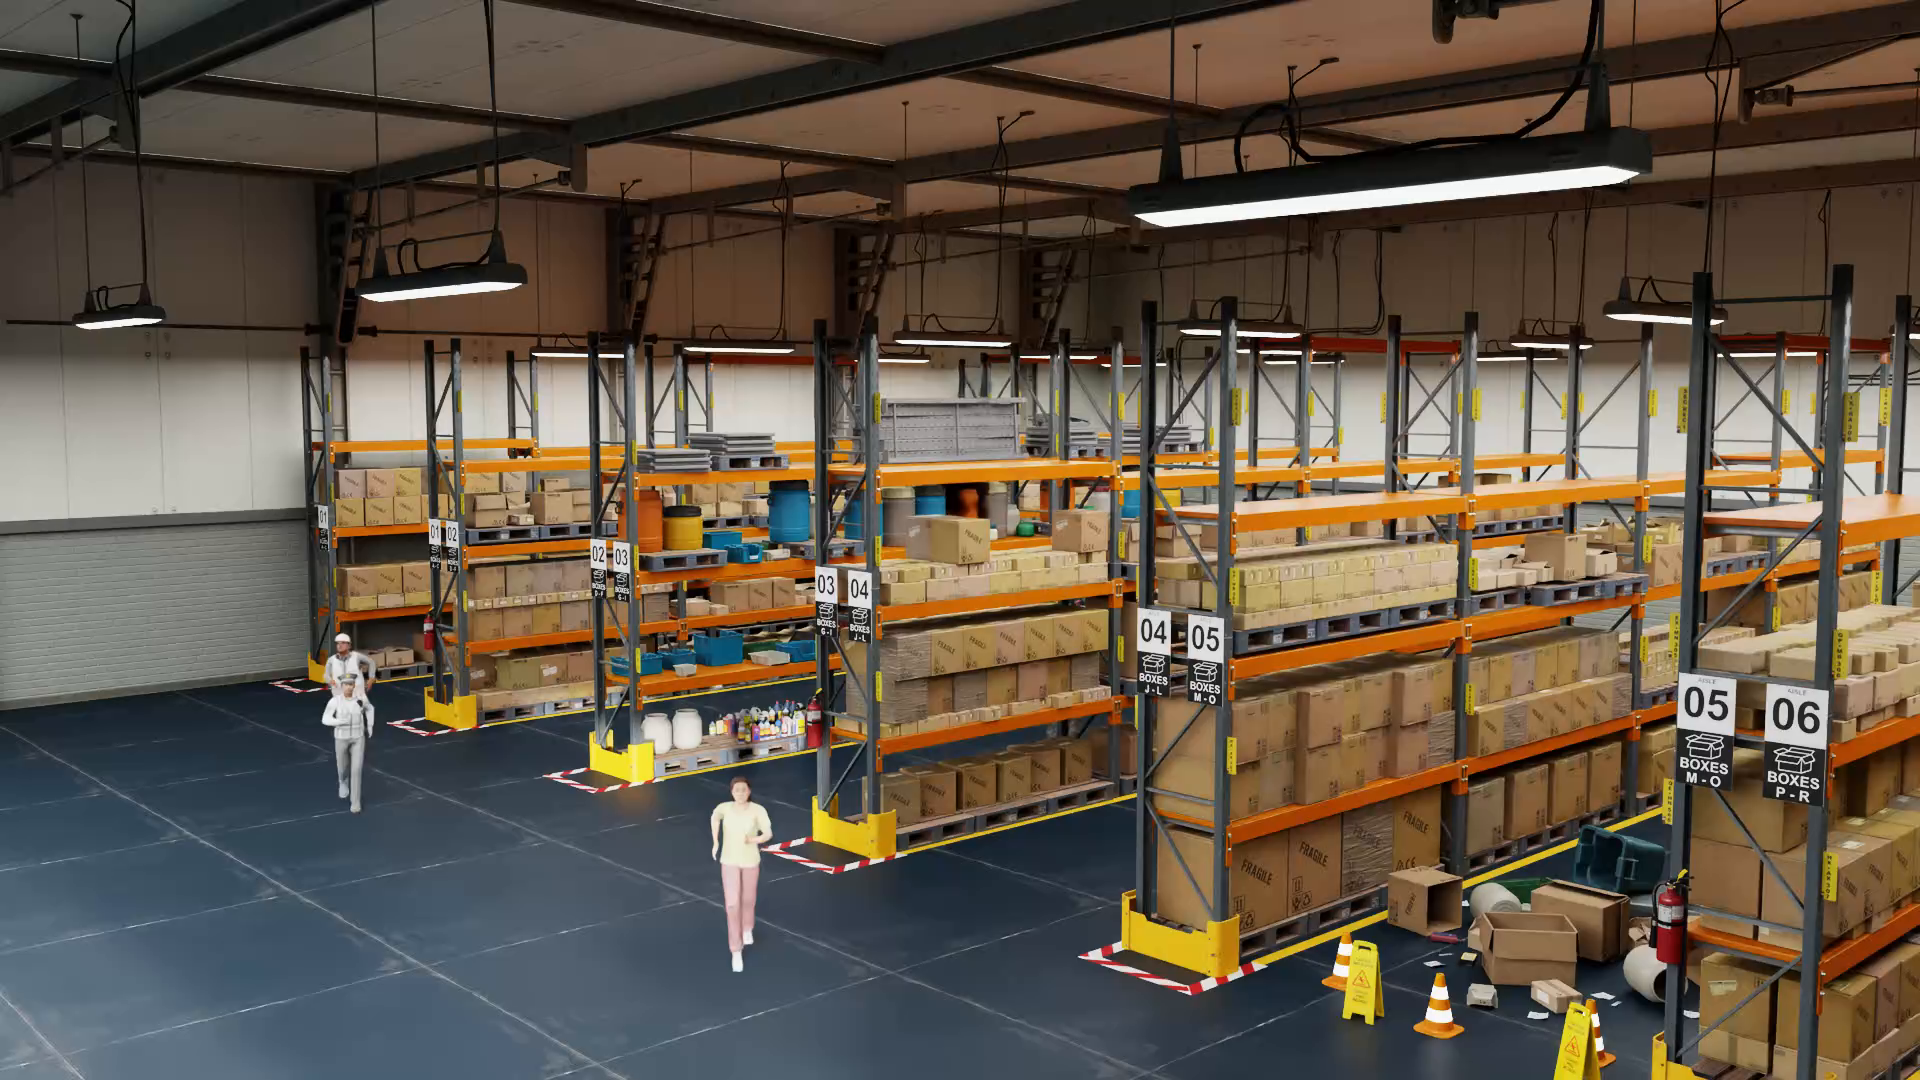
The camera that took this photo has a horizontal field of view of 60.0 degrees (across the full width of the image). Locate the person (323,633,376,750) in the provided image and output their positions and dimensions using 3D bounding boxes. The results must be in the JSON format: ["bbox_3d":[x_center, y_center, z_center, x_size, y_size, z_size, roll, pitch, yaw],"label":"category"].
[{"bbox_3d":[-8.739,2.191,23.769,0.674,1.727,0.806,-1,5,-7],"label":"person"}]

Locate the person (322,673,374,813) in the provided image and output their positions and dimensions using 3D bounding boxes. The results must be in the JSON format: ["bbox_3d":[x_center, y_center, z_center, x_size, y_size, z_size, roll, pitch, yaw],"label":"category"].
[{"bbox_3d":[-7.614,2.476,20.737,0.631,1.687,0.898,-2,6,-24],"label":"person"}]

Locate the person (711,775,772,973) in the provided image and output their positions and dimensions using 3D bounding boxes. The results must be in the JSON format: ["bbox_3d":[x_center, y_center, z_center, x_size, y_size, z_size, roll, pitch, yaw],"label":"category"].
[{"bbox_3d":[-1.992,2.983,15.213,0.547,1.715,0.843,-1,5,-9],"label":"person"}]

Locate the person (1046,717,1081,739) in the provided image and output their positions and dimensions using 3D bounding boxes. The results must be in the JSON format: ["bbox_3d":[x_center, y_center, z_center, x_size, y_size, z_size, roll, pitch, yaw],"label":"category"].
[{"bbox_3d":[1.389,1.963,23.236,0.656,1.881,0.723,4,6,38],"label":"person"}]
